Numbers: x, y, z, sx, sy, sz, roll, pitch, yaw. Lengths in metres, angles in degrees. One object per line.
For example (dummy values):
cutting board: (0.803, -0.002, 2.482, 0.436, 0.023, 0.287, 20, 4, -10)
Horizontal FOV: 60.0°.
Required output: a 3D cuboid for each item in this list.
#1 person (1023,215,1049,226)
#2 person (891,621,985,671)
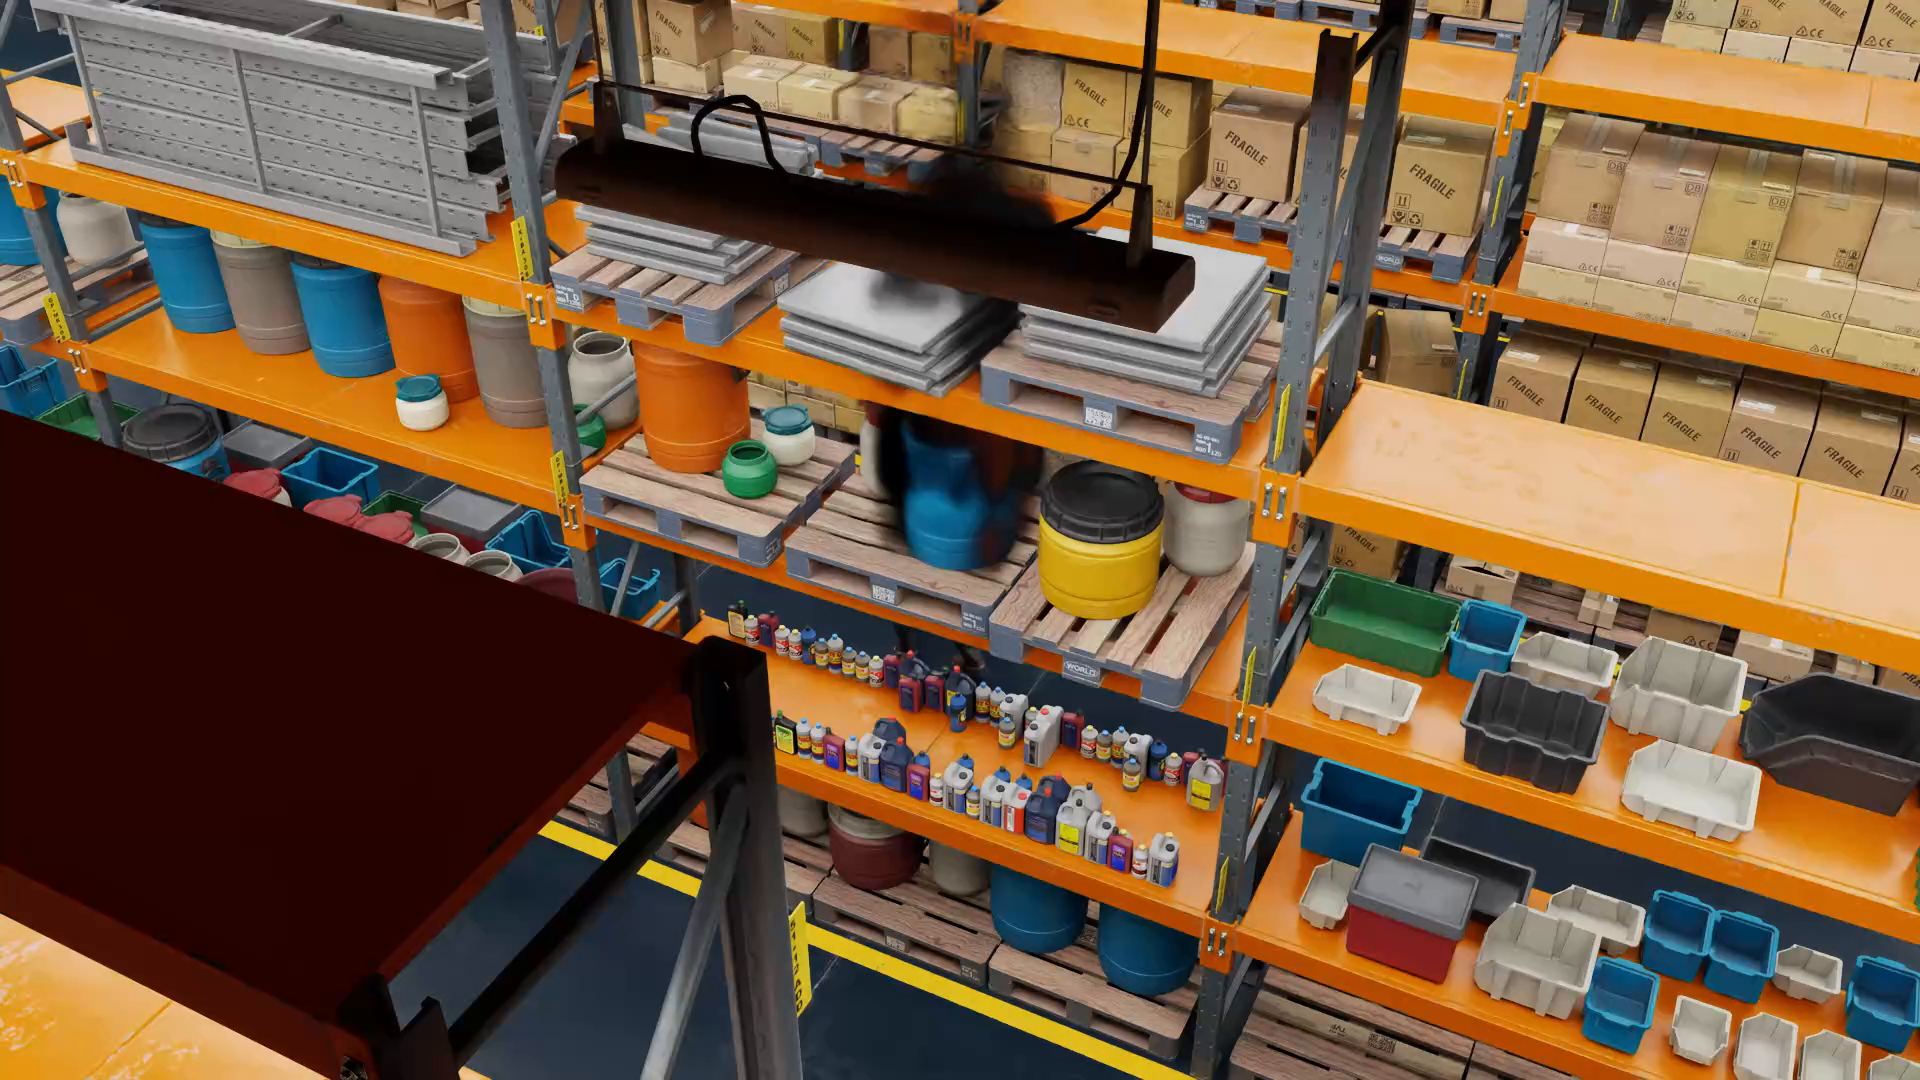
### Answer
person: (0.698, -2.619, 16.063, 0.826, 1.839, 0.644, 11, 36, 15)
person: (-0.191, 0.324, 12.027, 0.765, 1.677, 0.581, 19, 39, 25)
